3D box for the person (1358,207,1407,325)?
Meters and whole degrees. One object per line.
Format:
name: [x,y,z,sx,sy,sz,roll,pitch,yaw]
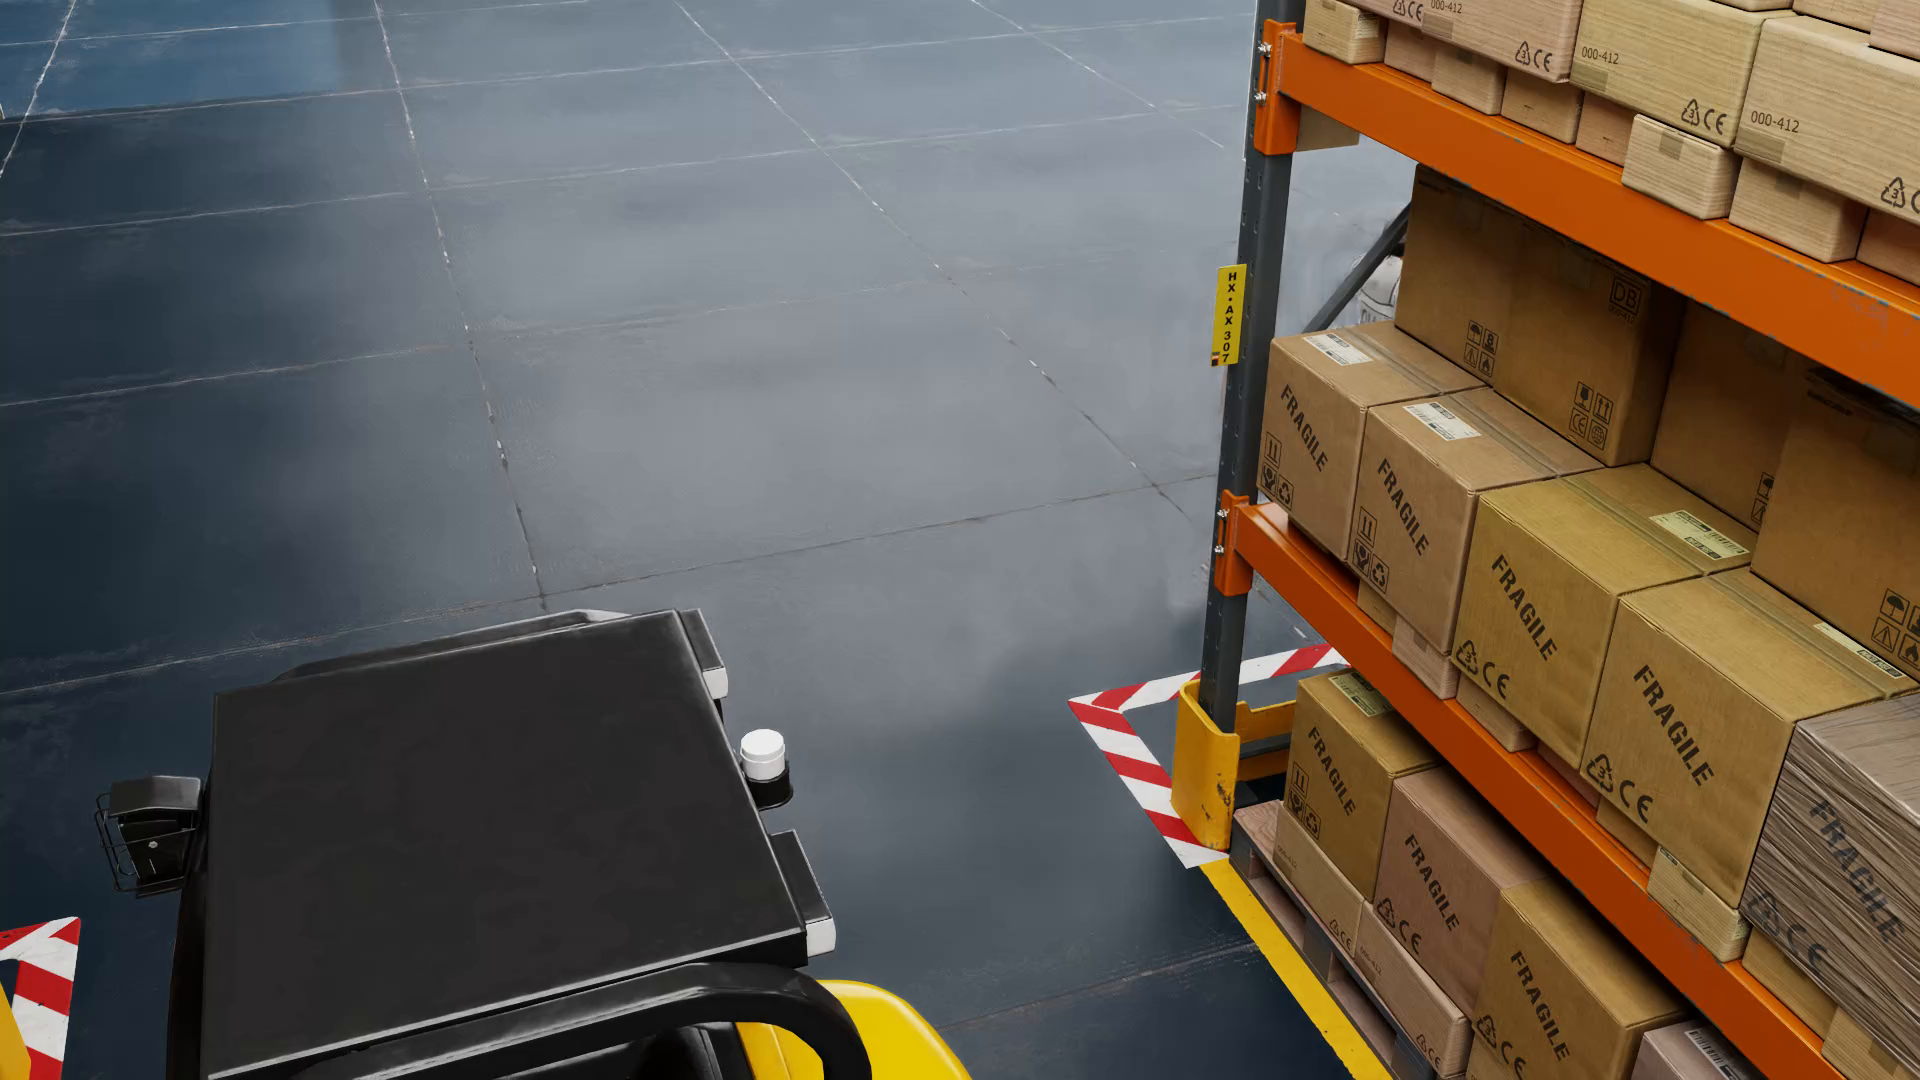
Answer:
person: [1.942,-0.724,7.366,1.001,1.598,0.526,-14,33,-23]
